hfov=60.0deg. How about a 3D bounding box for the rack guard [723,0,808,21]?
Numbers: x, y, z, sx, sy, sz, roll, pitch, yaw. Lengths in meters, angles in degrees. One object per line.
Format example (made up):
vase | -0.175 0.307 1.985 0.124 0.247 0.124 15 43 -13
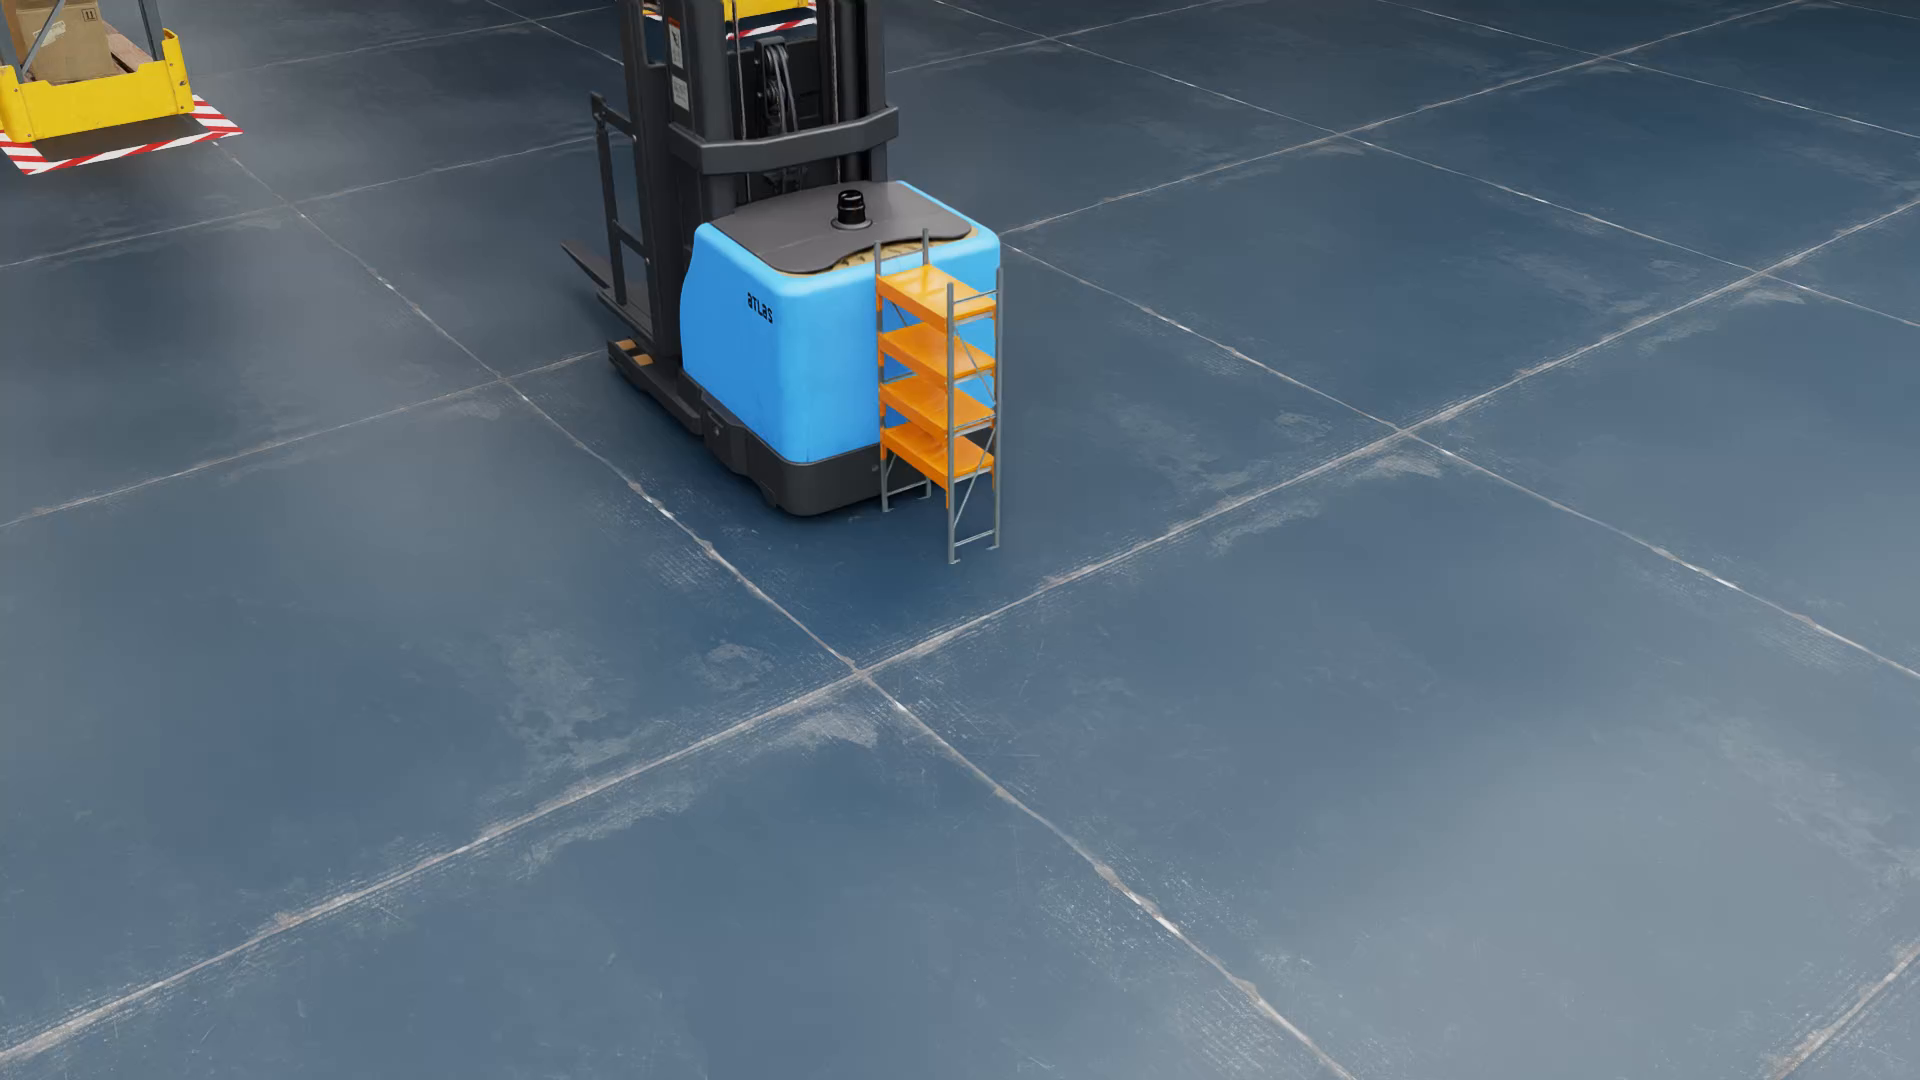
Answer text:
rack guard | -1.820 -4.598 13.679 1.175 0.500 0.348 -22 38 -31

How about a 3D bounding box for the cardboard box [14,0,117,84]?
cardboard box | -6.185 -3.489 11.496 0.500 0.500 0.500 -15 35 -23

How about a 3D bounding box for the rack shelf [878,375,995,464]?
rack shelf | -0.084 -0.494 6.536 0.258 0.148 0.480 -20 37 -29

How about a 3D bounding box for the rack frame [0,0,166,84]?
rack frame | -5.815 -4.107 10.519 1.000 3.000 0.127 -22 38 -31

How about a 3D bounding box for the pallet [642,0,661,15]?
pallet | -2.387 -4.793 14.267 1.003 0.211 1.213 -22 38 -31

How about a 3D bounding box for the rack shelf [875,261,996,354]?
rack shelf | -0.084 -0.885 6.294 0.258 0.148 0.480 -20 37 -29

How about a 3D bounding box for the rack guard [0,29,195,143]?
rack guard | -5.862 -3.077 11.230 1.175 0.500 0.348 -22 38 -31

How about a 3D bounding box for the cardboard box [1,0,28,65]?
cardboard box | -6.578 -3.727 11.879 0.500 0.500 0.500 -12 34 -19

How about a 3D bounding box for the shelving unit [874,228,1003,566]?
shelving unit | -0.084 -0.552 6.501 0.258 1.200 0.503 -20 37 -29

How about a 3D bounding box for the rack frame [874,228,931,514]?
rack frame | -0.224 -0.657 6.671 0.240 1.200 0.015 -20 37 -29

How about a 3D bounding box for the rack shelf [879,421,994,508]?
rack shelf | -0.084 -0.326 6.641 0.258 0.148 0.480 -20 37 -29

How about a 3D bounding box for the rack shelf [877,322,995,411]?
rack shelf | -0.084 -0.684 6.418 0.258 0.148 0.480 -20 37 -29

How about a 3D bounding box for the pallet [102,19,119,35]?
pallet | -7.076 -3.812 12.688 1.003 0.211 1.213 -22 38 -31

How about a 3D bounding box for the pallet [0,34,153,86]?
pallet | -6.332 -3.304 11.870 1.003 0.211 1.213 -22 38 -31

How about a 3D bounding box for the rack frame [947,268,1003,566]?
rack frame | 0.055 -0.446 6.331 0.240 1.200 0.015 -20 37 -29

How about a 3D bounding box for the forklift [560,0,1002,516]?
forklift | -1.041 -2.082 7.324 1.130 2.935 3.031 -19 36 -27
